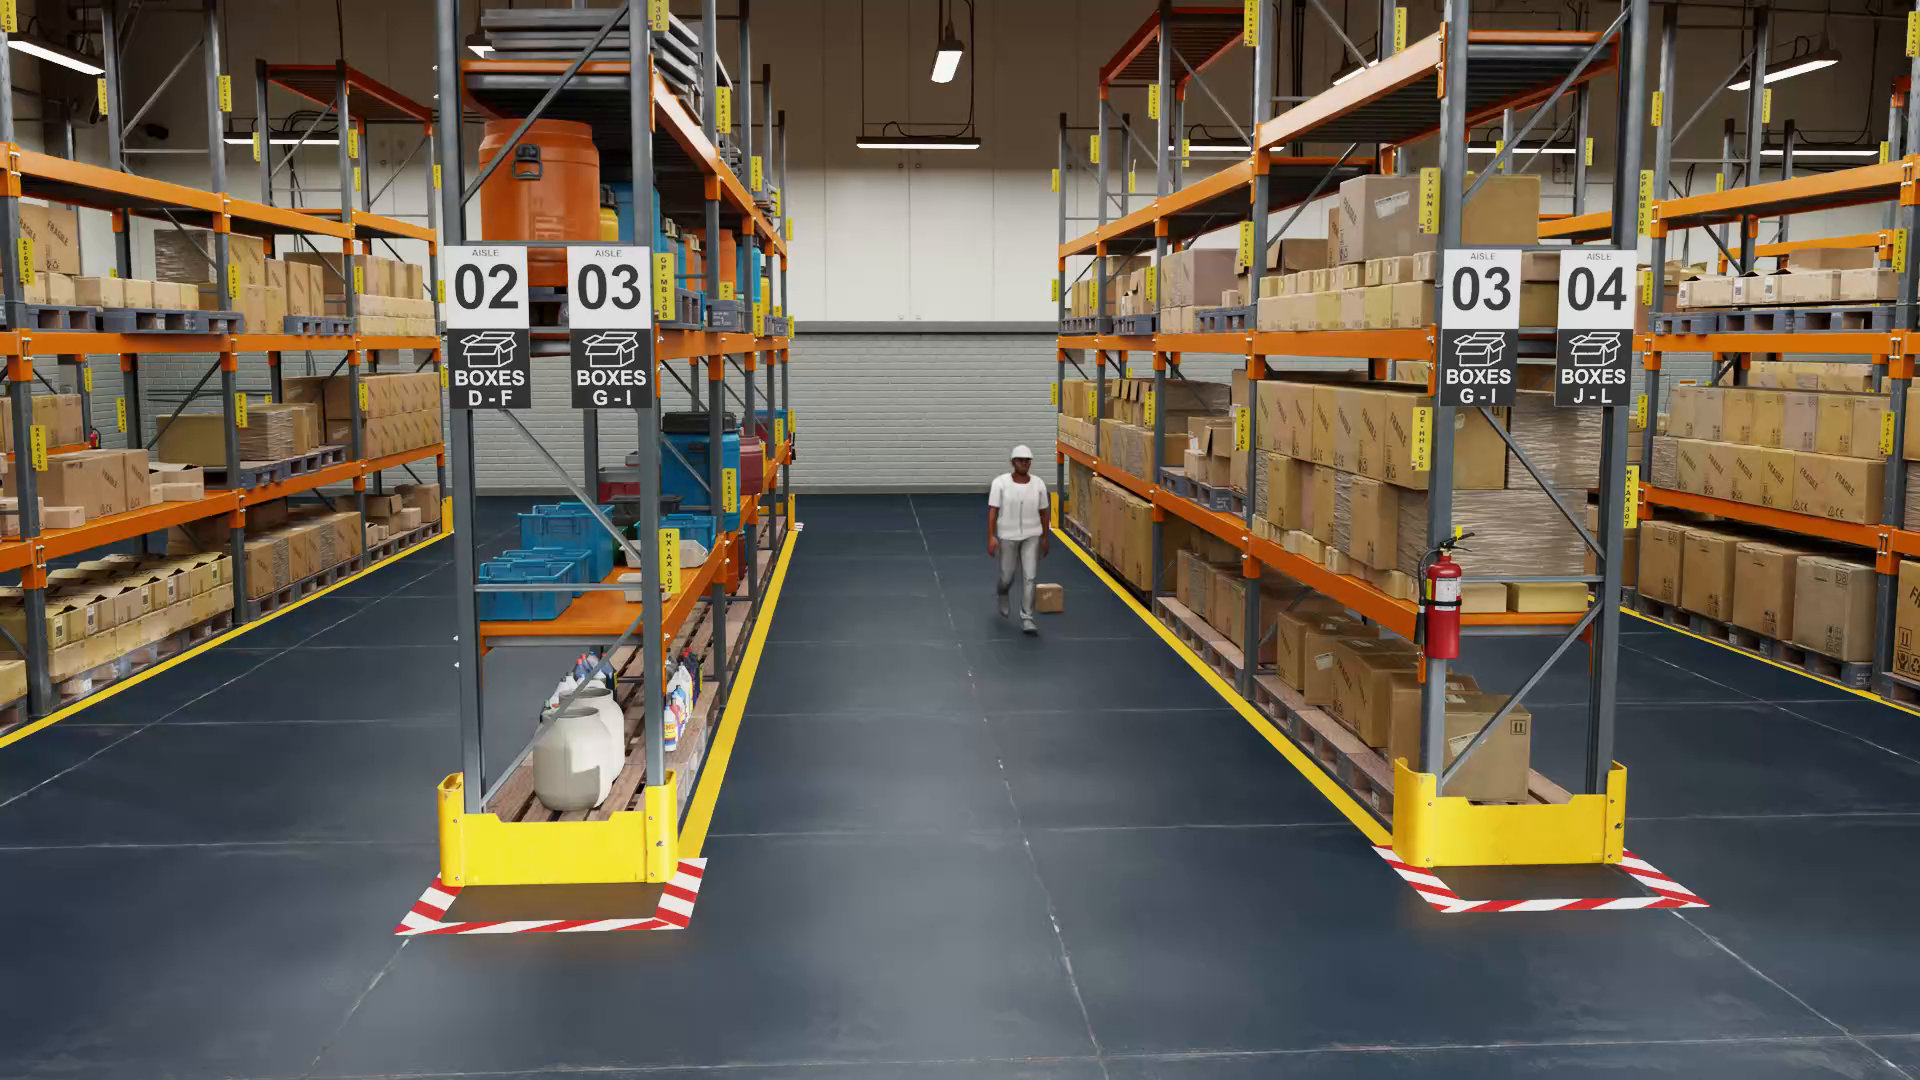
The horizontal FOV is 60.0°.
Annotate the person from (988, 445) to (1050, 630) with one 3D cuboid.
[{"bbox_3d":[0.553,-0.035,15.835,0.611,1.746,0.721,-1,7,-5],"label":"person"}]
